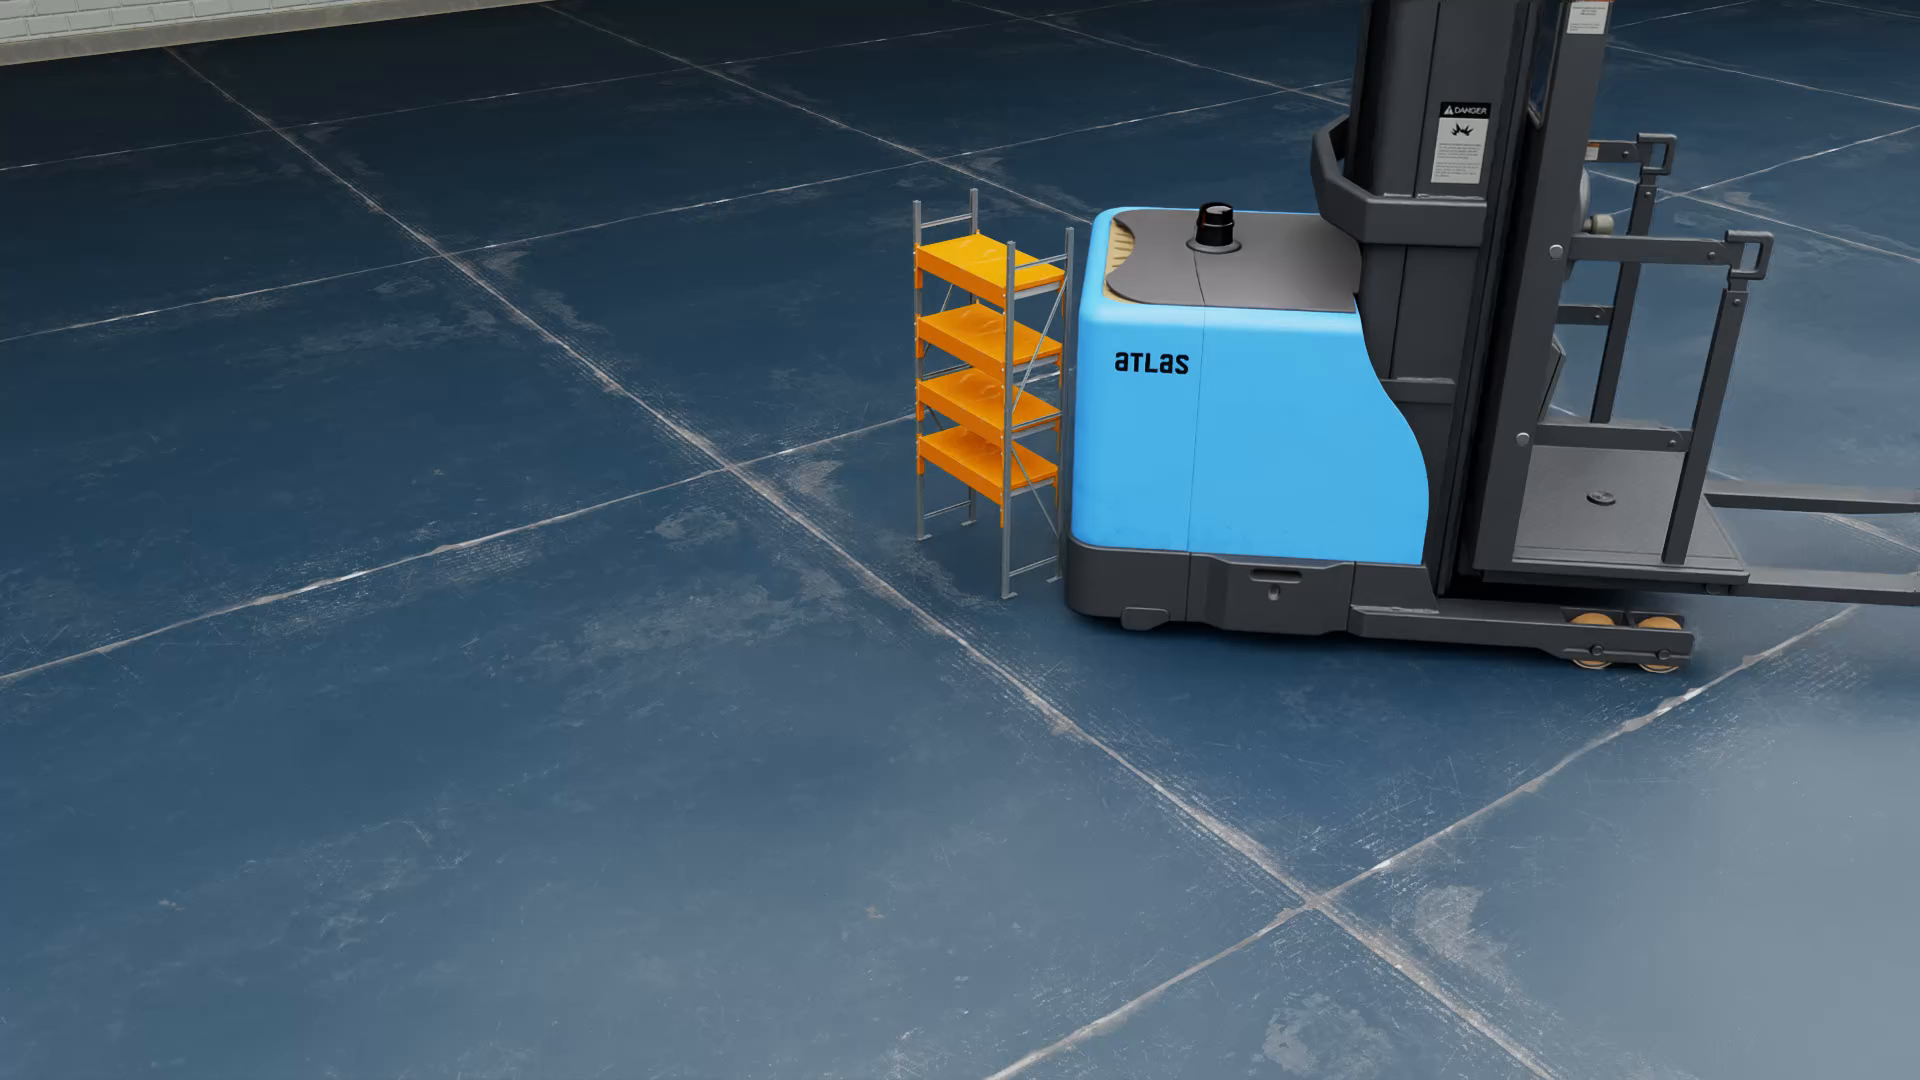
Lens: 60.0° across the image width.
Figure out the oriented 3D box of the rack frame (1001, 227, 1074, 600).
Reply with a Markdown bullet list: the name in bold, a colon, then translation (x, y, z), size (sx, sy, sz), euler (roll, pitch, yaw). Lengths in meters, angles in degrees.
- **rack frame**: translation (0.237, -0.368, 5.170), size (0.240, 1.200, 0.015), euler (-19, 34, -31)

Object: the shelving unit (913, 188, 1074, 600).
- **shelving unit**: translation (0.095, -0.463, 5.345), size (0.258, 1.200, 0.503), euler (-19, 34, -31)

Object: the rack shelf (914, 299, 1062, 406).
- **rack shelf**: translation (0.096, -0.601, 5.271), size (0.258, 0.148, 0.480), euler (-19, 34, -31)

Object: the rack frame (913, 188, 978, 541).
- **rack frame**: translation (-0.046, -0.558, 5.520), size (0.240, 1.200, 0.015), euler (-19, 34, -31)

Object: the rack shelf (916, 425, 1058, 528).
- **rack shelf**: translation (0.095, -0.229, 5.472), size (0.258, 0.148, 0.480), euler (-19, 34, -31)

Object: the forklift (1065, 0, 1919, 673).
- **forklift**: translation (1.886, -1.156, 4.808), size (3.031, 2.935, 1.130), euler (3, 29, 6)

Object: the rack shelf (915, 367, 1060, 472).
- **rack shelf**: translation (0.095, -0.404, 5.377), size (0.258, 0.148, 0.480), euler (-19, 34, -31)

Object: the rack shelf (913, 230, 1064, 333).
- **rack shelf**: translation (0.096, -0.808, 5.158), size (0.258, 0.148, 0.480), euler (-19, 34, -31)
